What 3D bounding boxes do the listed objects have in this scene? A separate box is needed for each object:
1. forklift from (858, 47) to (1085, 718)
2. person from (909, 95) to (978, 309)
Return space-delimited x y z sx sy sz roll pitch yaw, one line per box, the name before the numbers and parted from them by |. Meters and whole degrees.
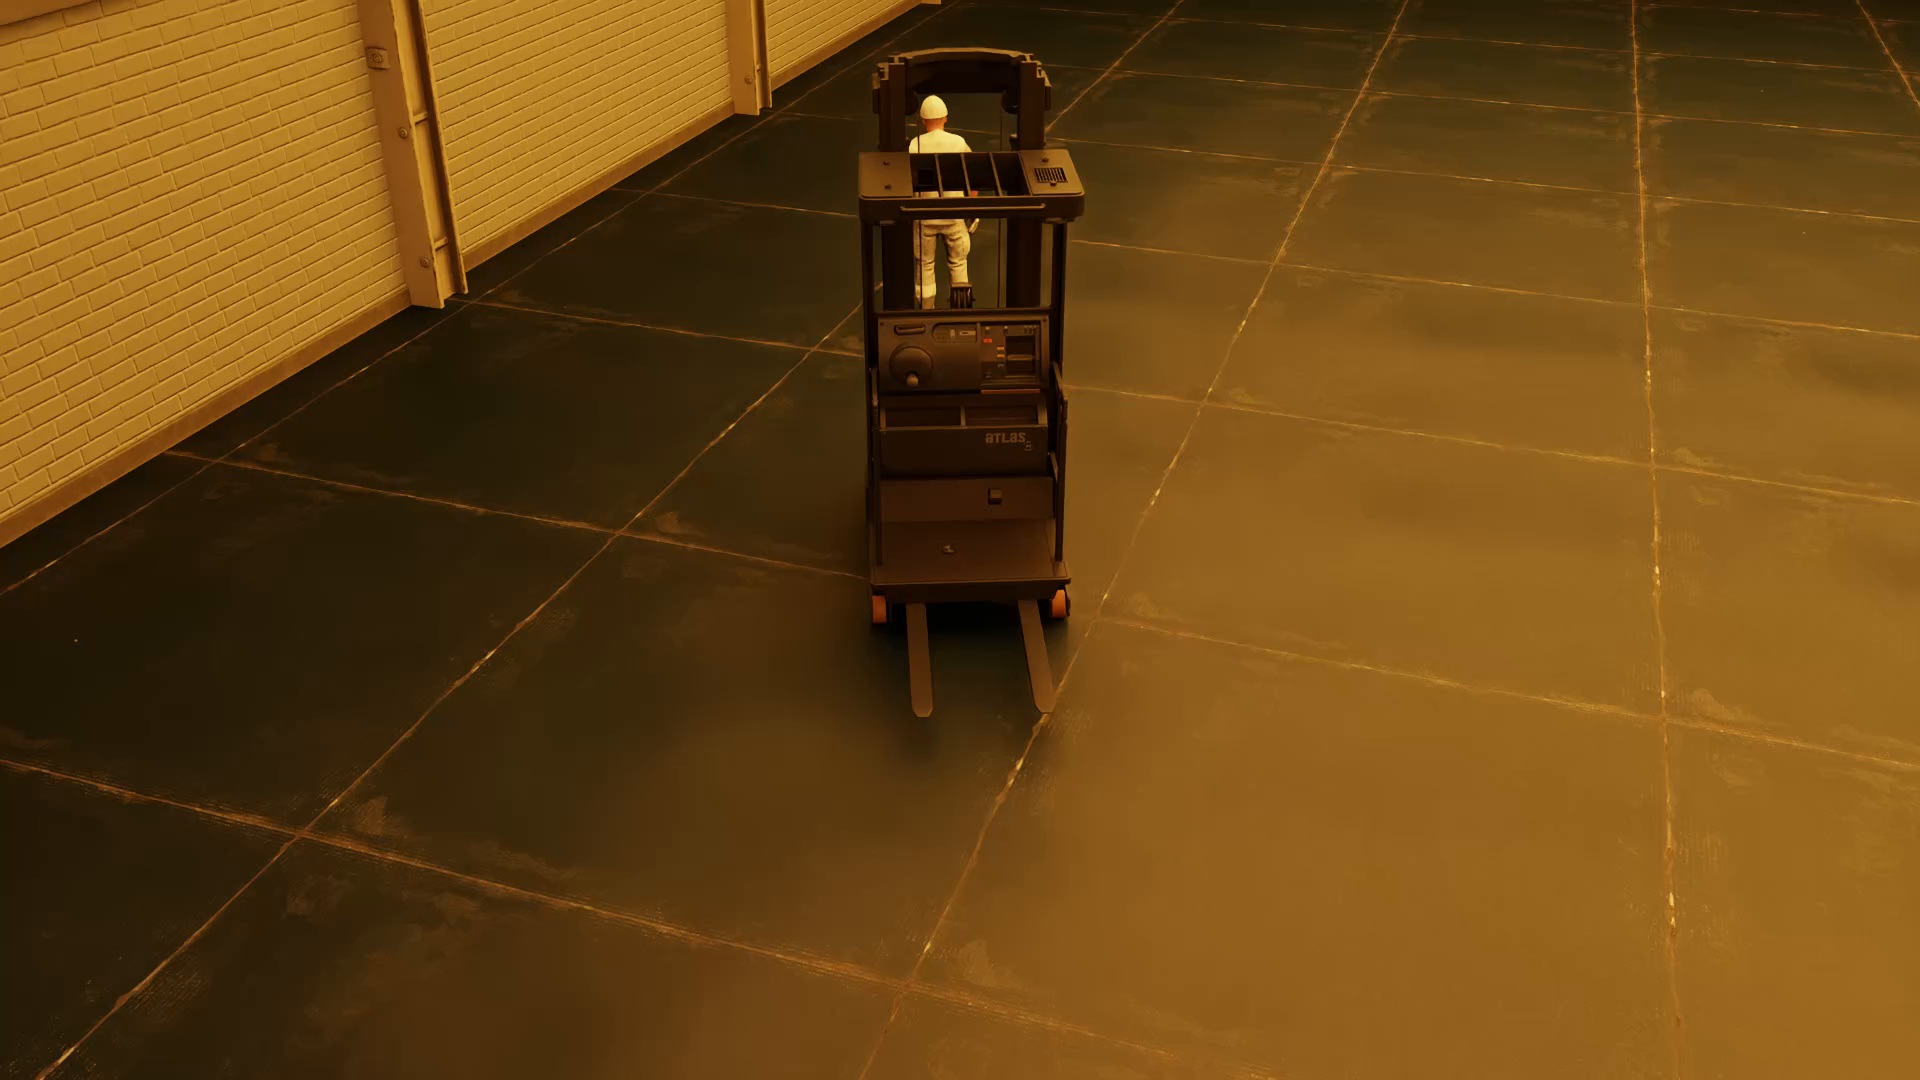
forklift | 0.035 -0.972 8.842 1.130 2.935 3.031 -2 30 -3
person | -0.164 -2.467 12.632 0.611 1.778 0.451 -2 30 -4
